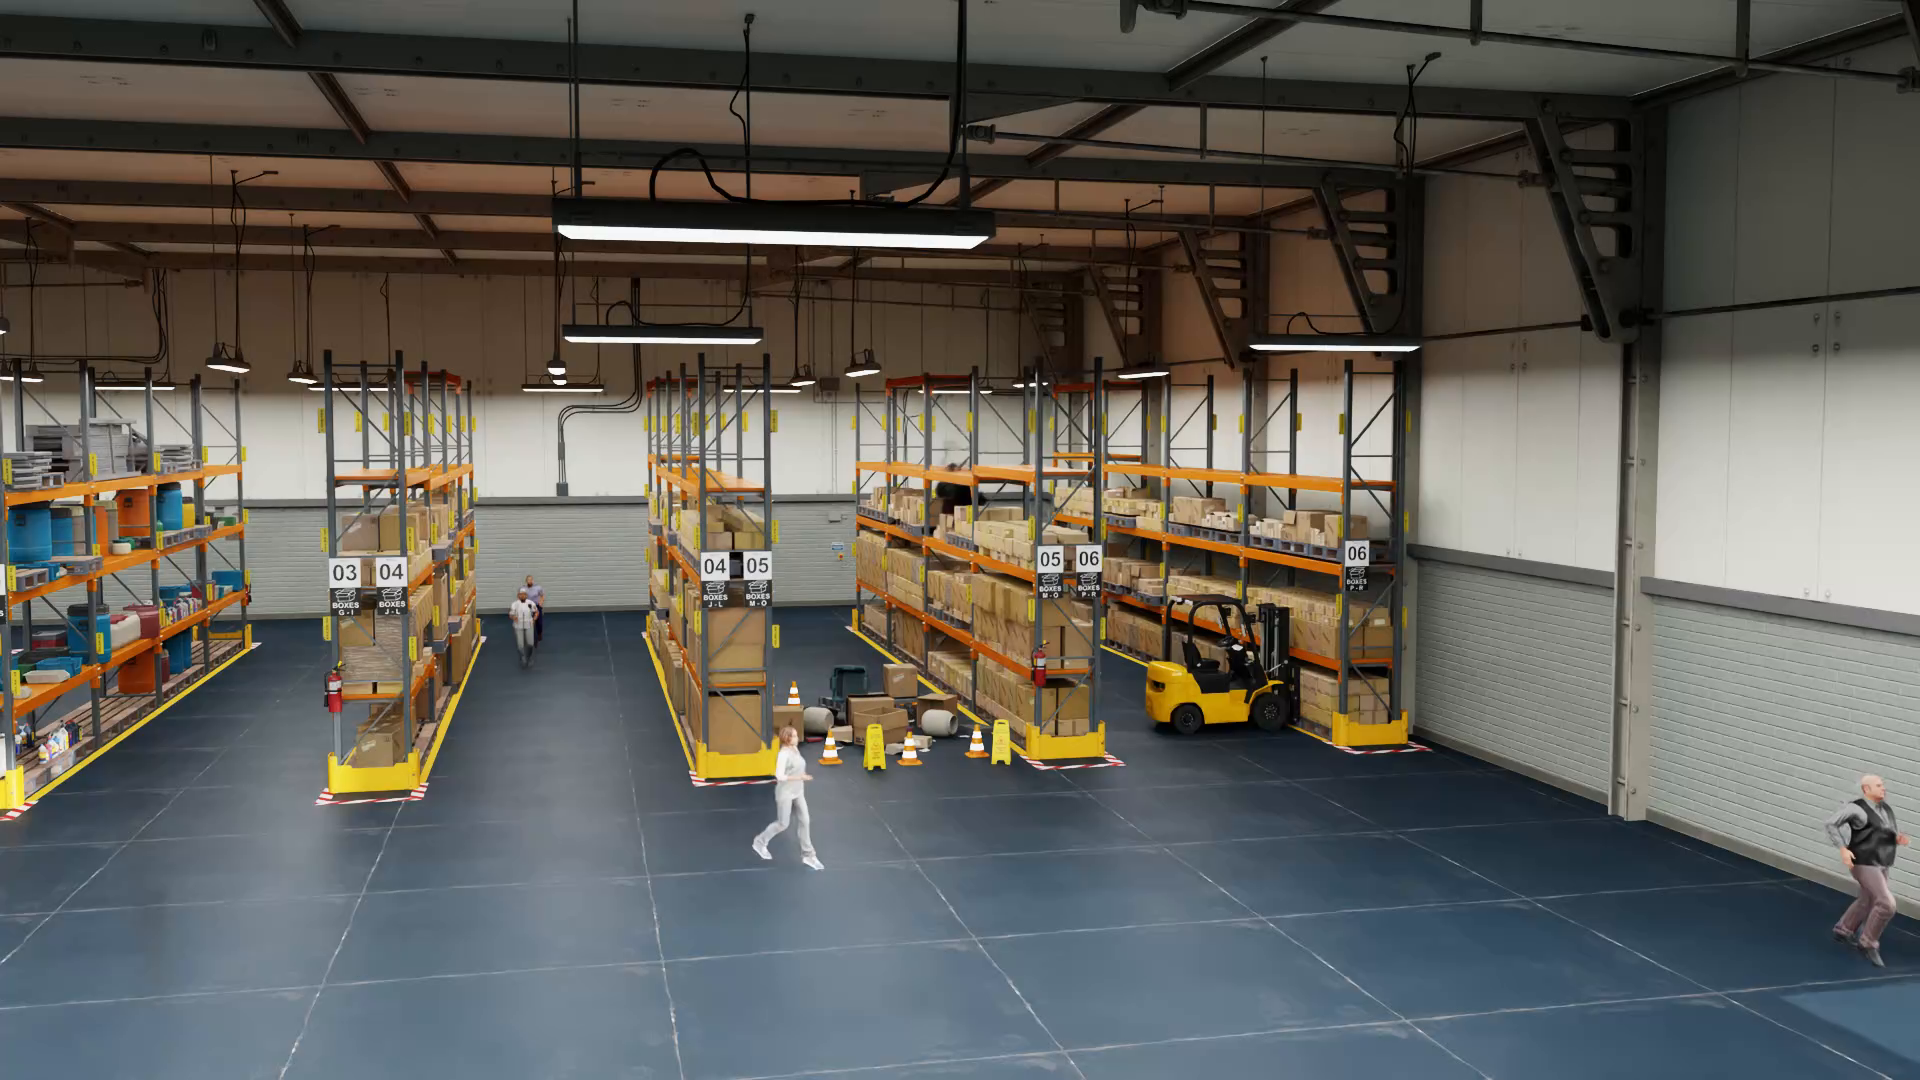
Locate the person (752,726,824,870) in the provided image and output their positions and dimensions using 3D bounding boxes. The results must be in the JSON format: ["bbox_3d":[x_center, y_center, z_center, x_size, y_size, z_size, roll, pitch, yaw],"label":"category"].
[{"bbox_3d":[-1.944,2.891,18.705,0.863,1.615,0.534,2,4,23],"label":"person"}]

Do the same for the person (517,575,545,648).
[{"bbox_3d":[-9.675,1.604,37.527,0.622,1.624,0.670,-1,4,-18],"label":"person"}]

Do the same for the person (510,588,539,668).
[{"bbox_3d":[-8.925,1.812,34.067,0.582,1.634,0.605,-1,4,-14],"label":"person"}]

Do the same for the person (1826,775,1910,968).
[{"bbox_3d":[8.497,3.071,15.525,0.627,1.766,0.731,-2,5,-29],"label":"person"}]
